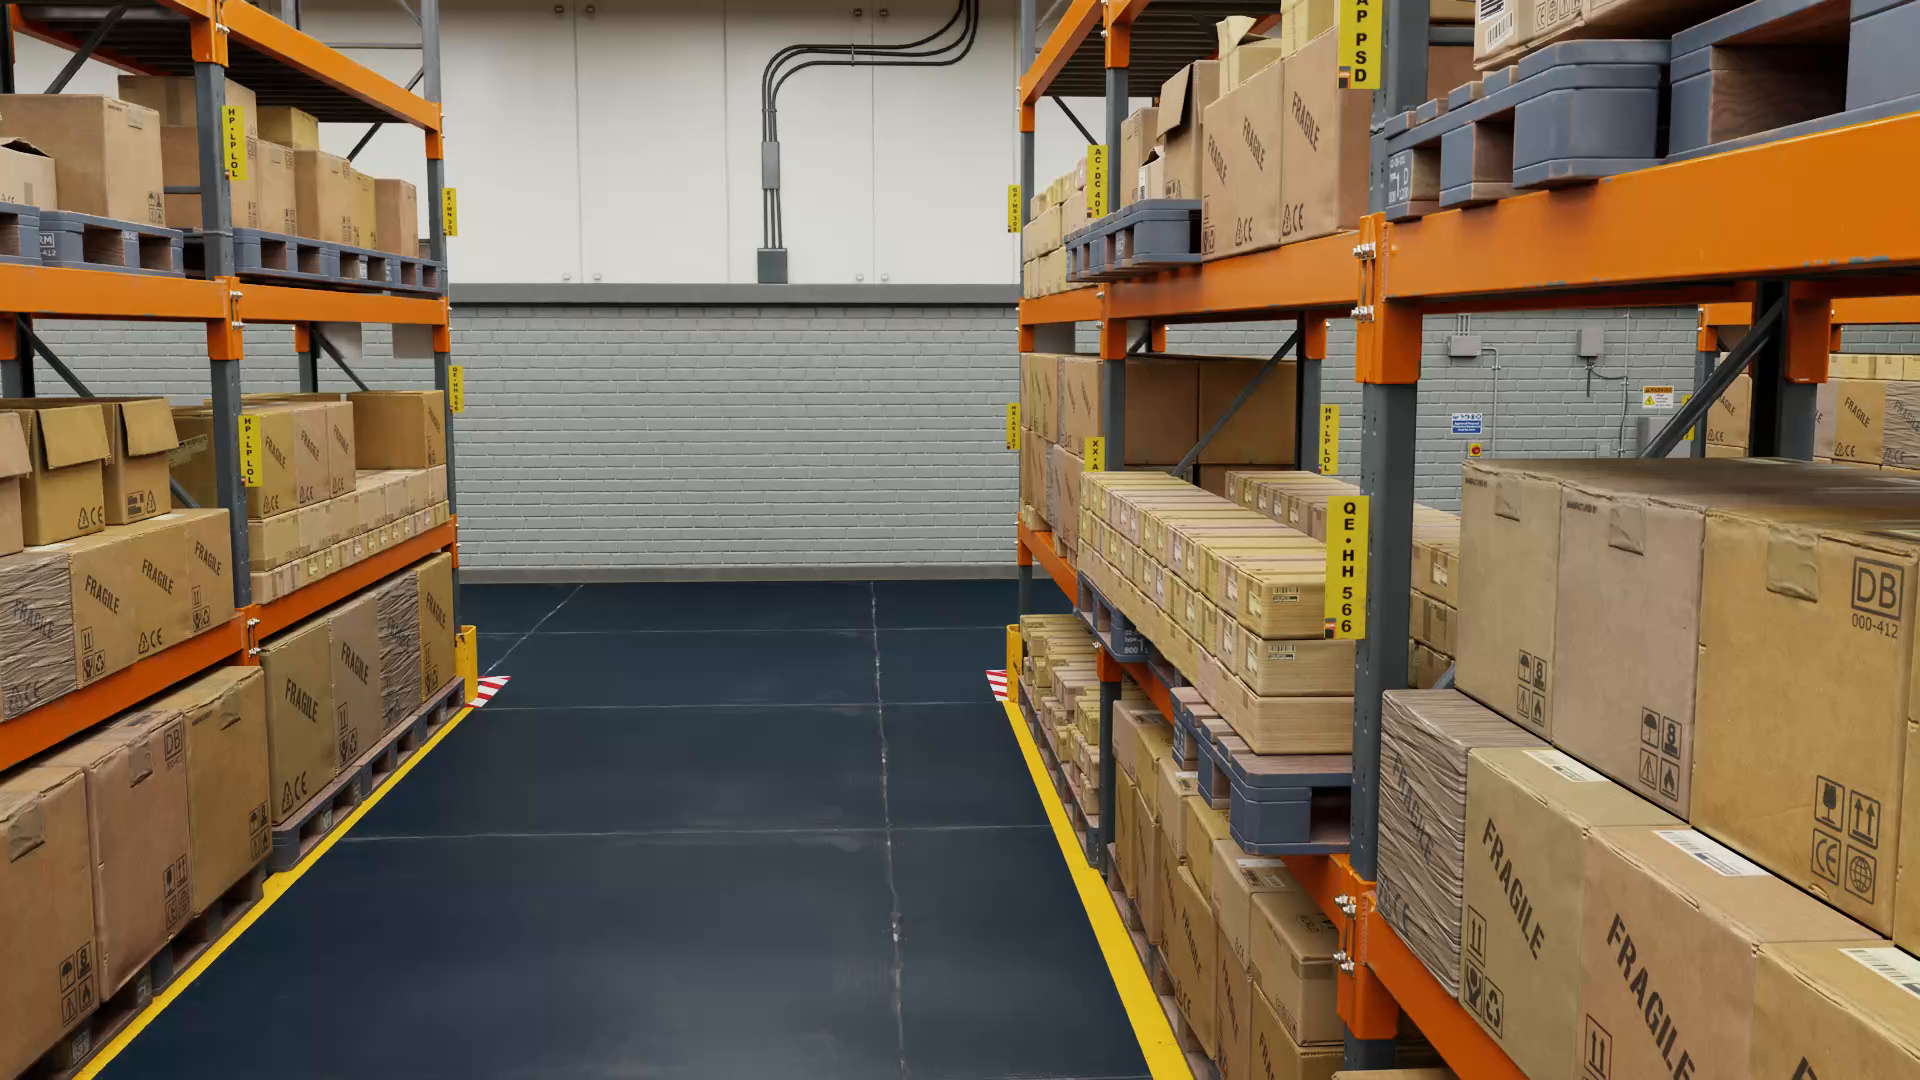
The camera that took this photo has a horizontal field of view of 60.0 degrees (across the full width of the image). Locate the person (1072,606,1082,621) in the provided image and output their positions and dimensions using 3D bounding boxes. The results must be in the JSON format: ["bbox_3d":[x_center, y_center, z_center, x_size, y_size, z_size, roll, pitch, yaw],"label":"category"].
[{"bbox_3d":[1.142,-0.066,14.797,0.396,1.658,0.526,-1,7,-7],"label":"person"}]
